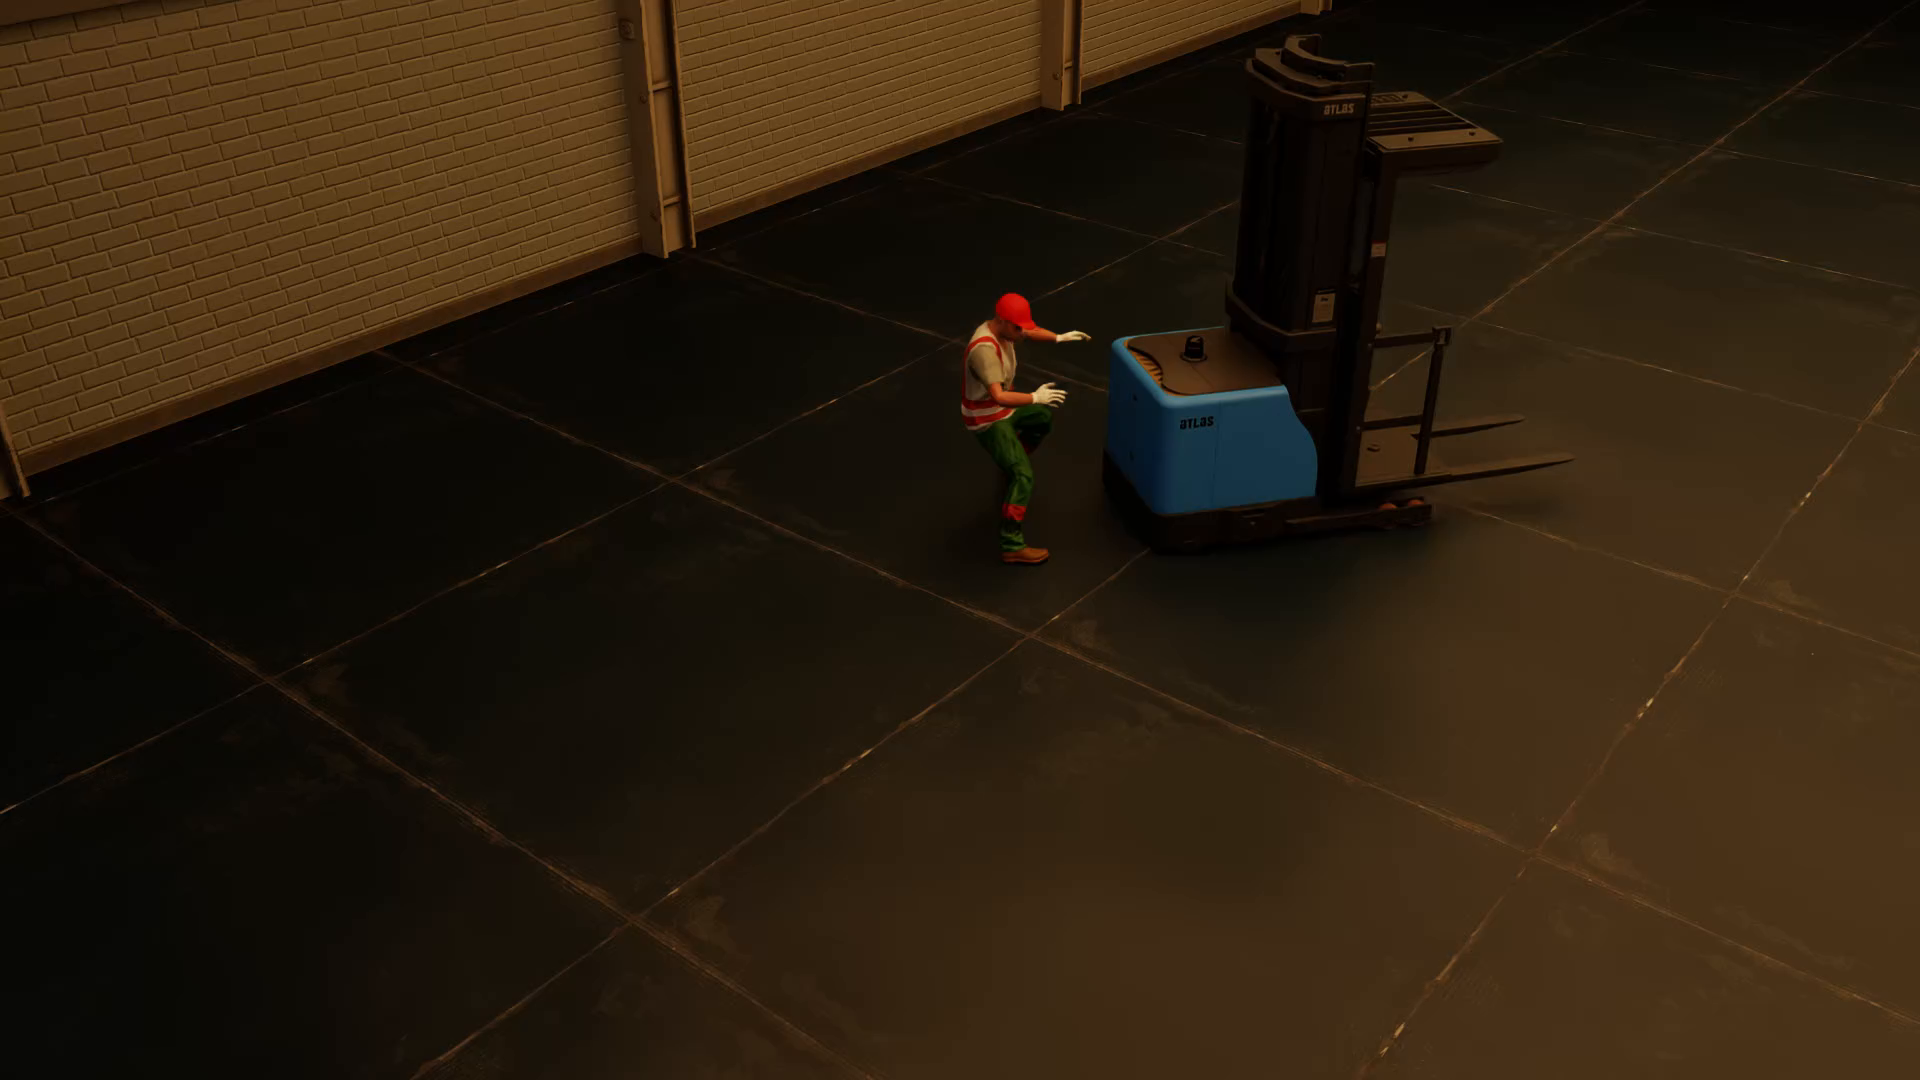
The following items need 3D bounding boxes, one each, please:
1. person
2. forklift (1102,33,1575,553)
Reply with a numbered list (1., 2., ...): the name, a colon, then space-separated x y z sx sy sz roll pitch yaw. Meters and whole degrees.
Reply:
1. person: 0.376 -0.827 10.383 0.690 1.547 1.232 9 32 15
2. forklift: 2.519 -1.582 10.301 3.031 2.935 1.130 -8 31 -13
